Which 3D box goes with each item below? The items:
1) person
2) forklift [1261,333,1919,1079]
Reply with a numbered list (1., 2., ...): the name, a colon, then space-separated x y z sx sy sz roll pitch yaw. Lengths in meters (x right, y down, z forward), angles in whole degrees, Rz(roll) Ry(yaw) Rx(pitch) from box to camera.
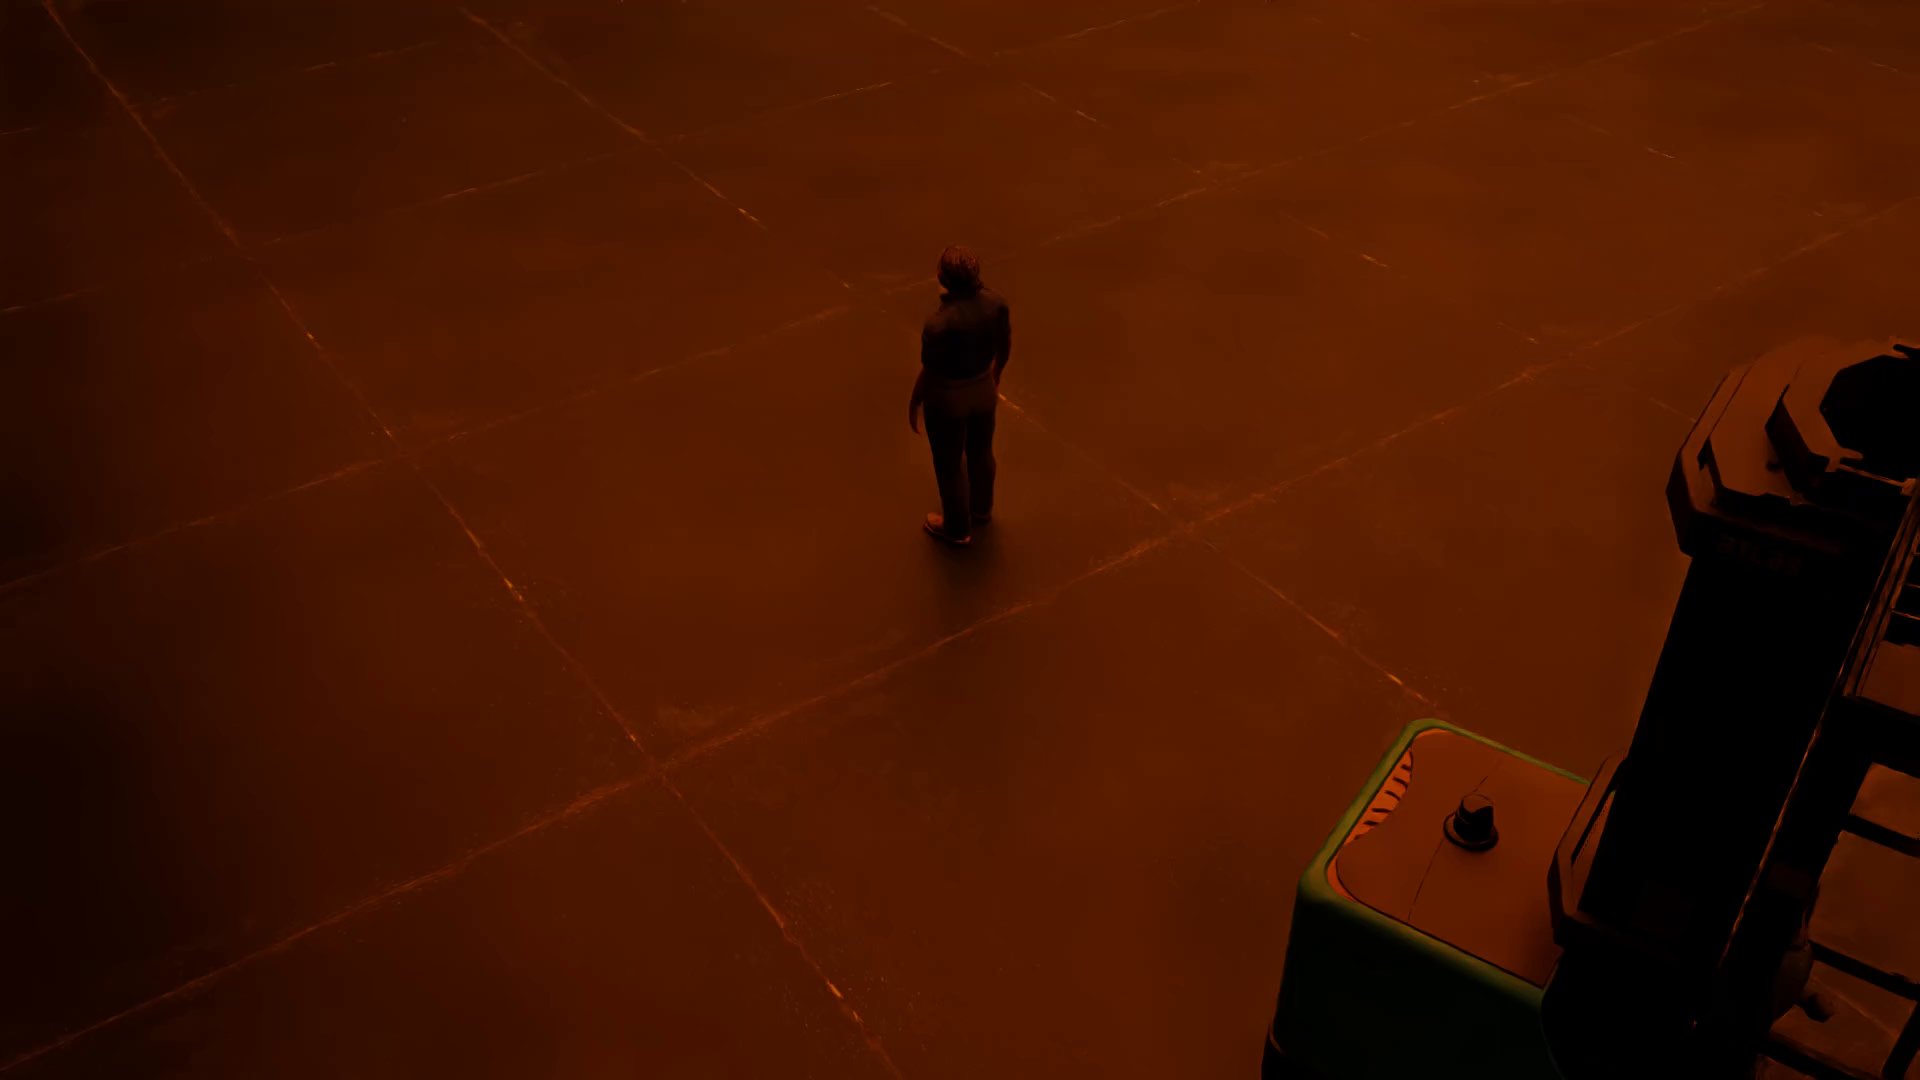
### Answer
1. person: -0.035 -0.715 7.985 0.570 1.641 0.503 -23 42 -28
2. forklift: 2.547 1.014 4.574 3.031 2.935 1.130 22 42 27
